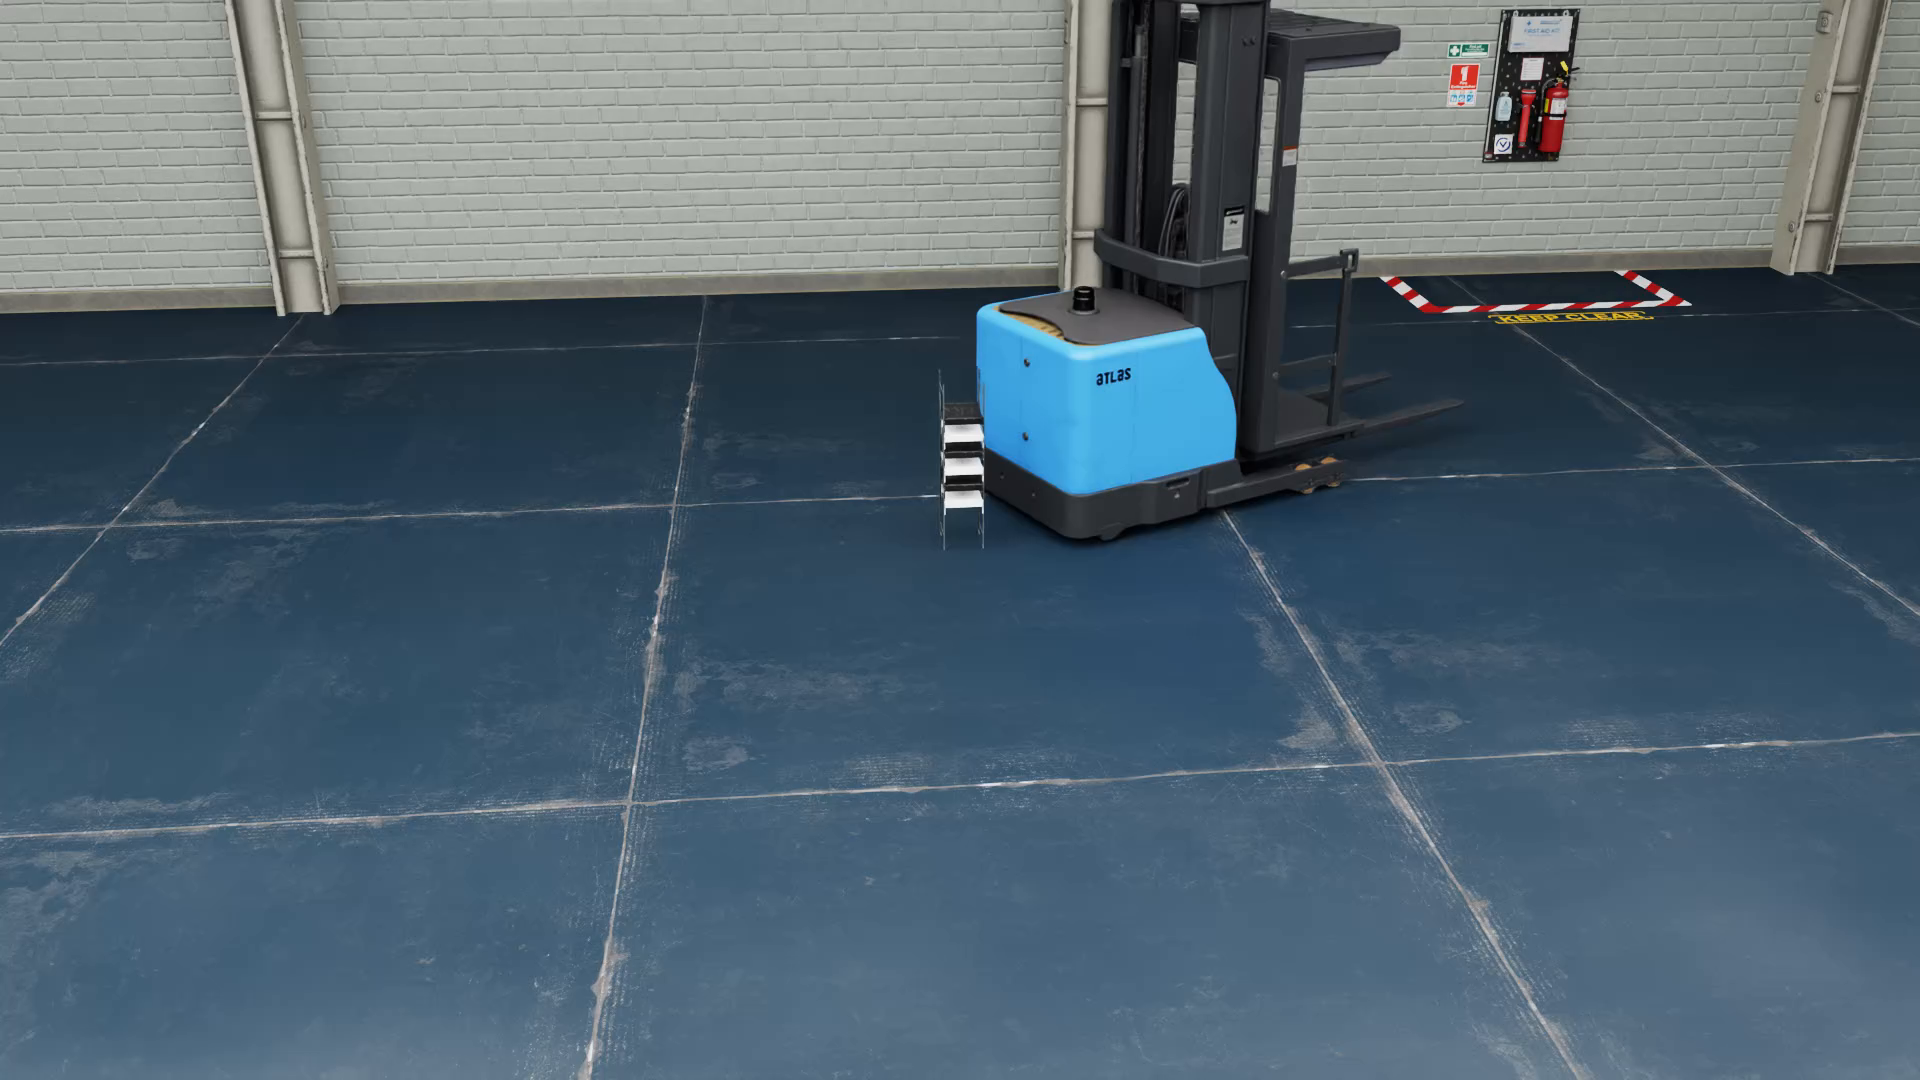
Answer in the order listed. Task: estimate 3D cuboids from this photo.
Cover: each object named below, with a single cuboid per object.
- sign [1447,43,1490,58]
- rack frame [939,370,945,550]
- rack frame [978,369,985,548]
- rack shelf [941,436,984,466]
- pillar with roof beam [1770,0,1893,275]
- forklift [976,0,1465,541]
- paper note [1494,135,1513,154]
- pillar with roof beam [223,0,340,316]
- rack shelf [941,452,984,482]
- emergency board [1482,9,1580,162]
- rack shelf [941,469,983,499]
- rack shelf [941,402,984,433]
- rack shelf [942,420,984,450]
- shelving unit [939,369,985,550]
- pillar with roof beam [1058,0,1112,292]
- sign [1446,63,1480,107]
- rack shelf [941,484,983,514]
[{"bbox_3d":[3.950,-3.803,12.917,0.331,0.109,0.001,-2,24,-5],"label":"sign"},{"bbox_3d":[-0.093,-0.407,8.559,0.006,0.900,0.240,-2,24,-5],"label":"rack frame"},{"bbox_3d":[0.109,-0.416,8.577,0.006,0.900,0.240,-2,24,-5],"label":"rack frame"},{"bbox_3d":[0.008,-0.463,8.545,0.200,0.077,0.258,-2,24,-5],"label":"rack shelf"},{"bbox_3d":[7.391,-4.613,8.049,0.400,9.000,9.100,-2,24,-5],"label":"pillar with roof beam"},{"bbox_3d":[1.601,-1.766,9.114,3.031,2.935,1.130,-14,28,-28],"label":"forklift"},{"bbox_3d":[4.322,-3.147,13.221,0.142,0.148,0.016,-2,24,-5],"label":"paper note"},{"bbox_3d":[-4.551,-4.134,6.972,0.400,9.000,9.100,-2,24,-5],"label":"pillar with roof beam"},{"bbox_3d":[0.008,-0.381,8.581,0.200,0.077,0.258,-2,24,-5],"label":"rack shelf"},{"bbox_3d":[4.505,-3.528,12.995,0.643,1.169,0.194,-2,24,-5],"label":"emergency board"},{"bbox_3d":[0.008,-0.299,8.618,0.200,0.077,0.258,-2,24,-5],"label":"rack shelf"},{"bbox_3d":[0.008,-0.628,8.472,0.200,0.077,0.258,-2,24,-5],"label":"rack shelf"},{"bbox_3d":[0.008,-0.546,8.508,0.200,0.077,0.258,-2,24,-5],"label":"rack shelf"},{"bbox_3d":[0.008,-0.412,8.568,0.210,0.900,0.258,-2,24,-5],"label":"shelving unit"},{"bbox_3d":[1.420,-4.374,7.510,0.400,9.000,9.100,-2,24,-5],"label":"pillar with roof beam"},{"bbox_3d":[3.945,-3.564,13.032,0.234,0.329,0.001,-2,24,-5],"label":"sign"},{"bbox_3d":[0.008,-0.217,8.655,0.200,0.077,0.258,-2,24,-5],"label":"rack shelf"}]
